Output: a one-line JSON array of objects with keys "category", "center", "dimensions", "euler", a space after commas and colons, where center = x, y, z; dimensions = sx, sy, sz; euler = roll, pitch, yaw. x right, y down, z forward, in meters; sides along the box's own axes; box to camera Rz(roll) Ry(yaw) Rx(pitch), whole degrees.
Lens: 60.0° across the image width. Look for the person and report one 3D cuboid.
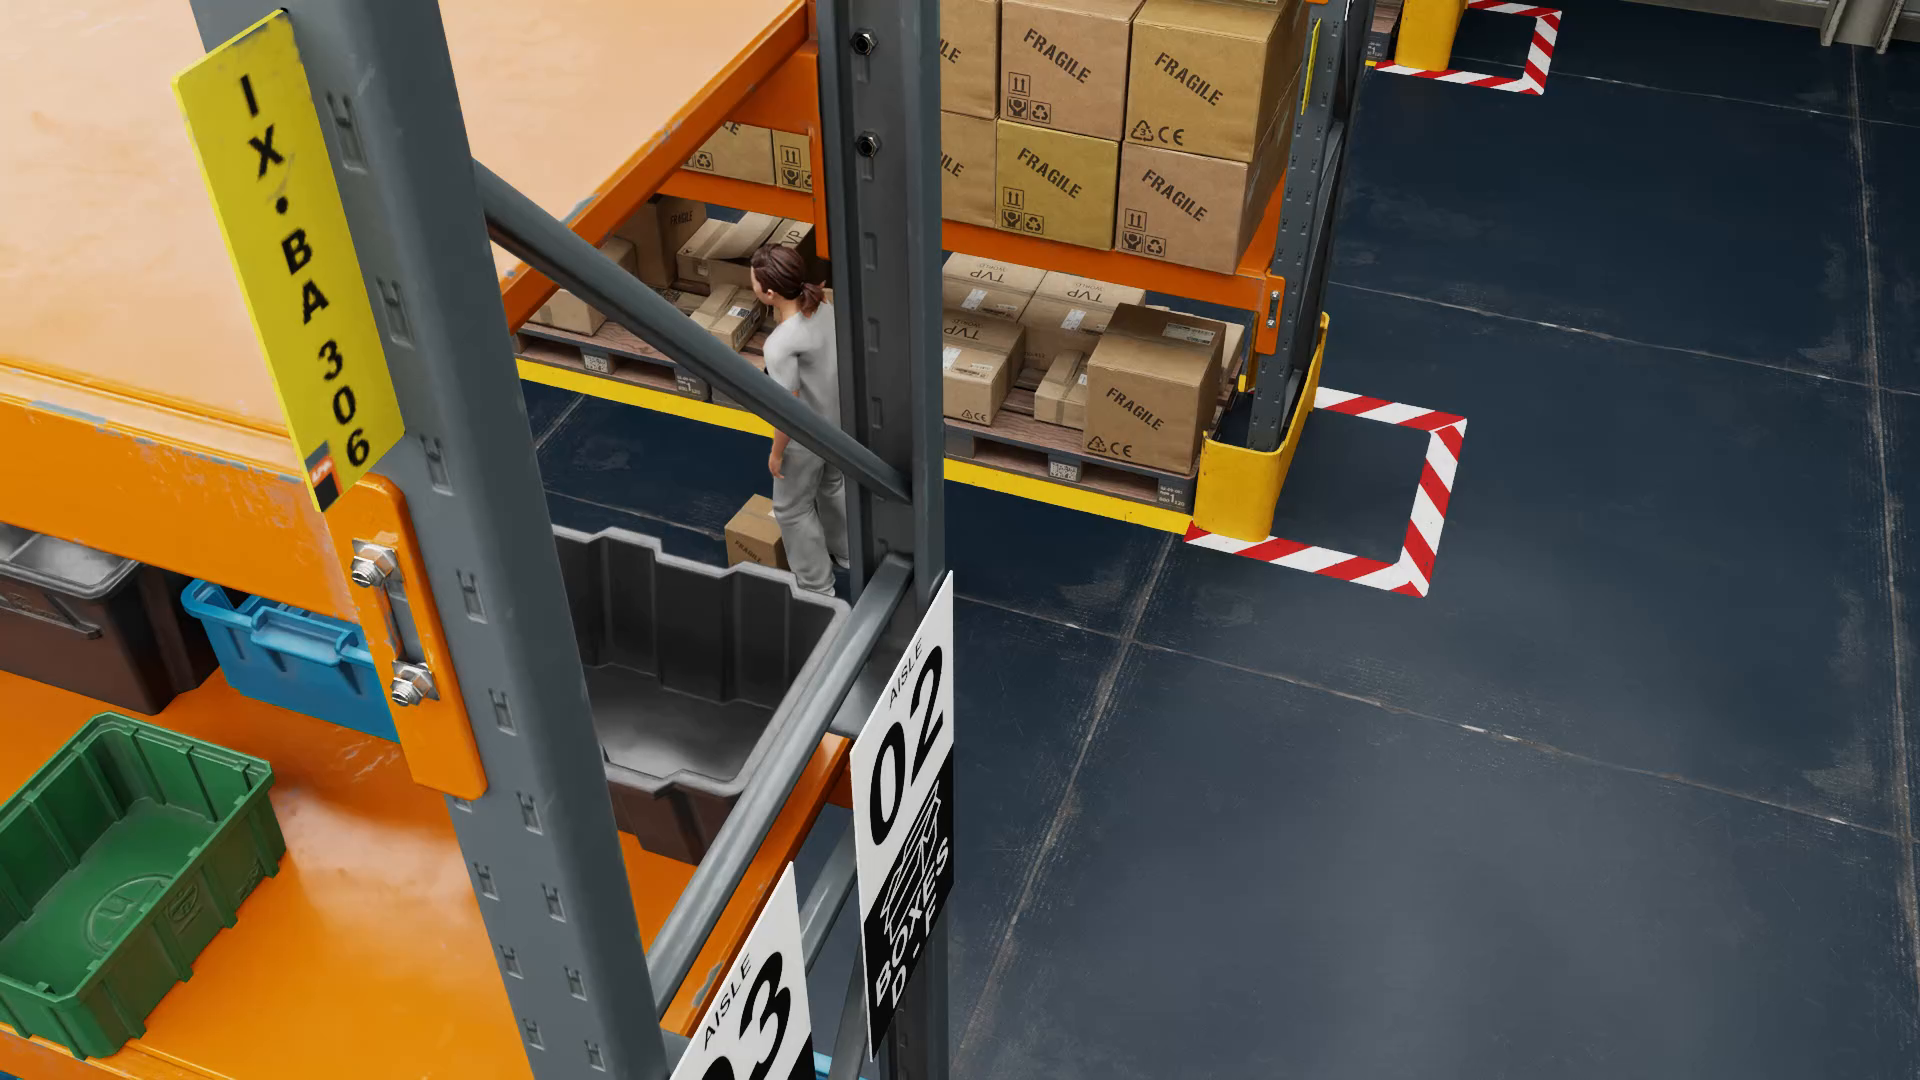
[{"category": "person", "center": [-0.620, -0.370, 6.753], "dimensions": [0.364, 1.437, 0.514], "euler": [17, 44, 18]}]
